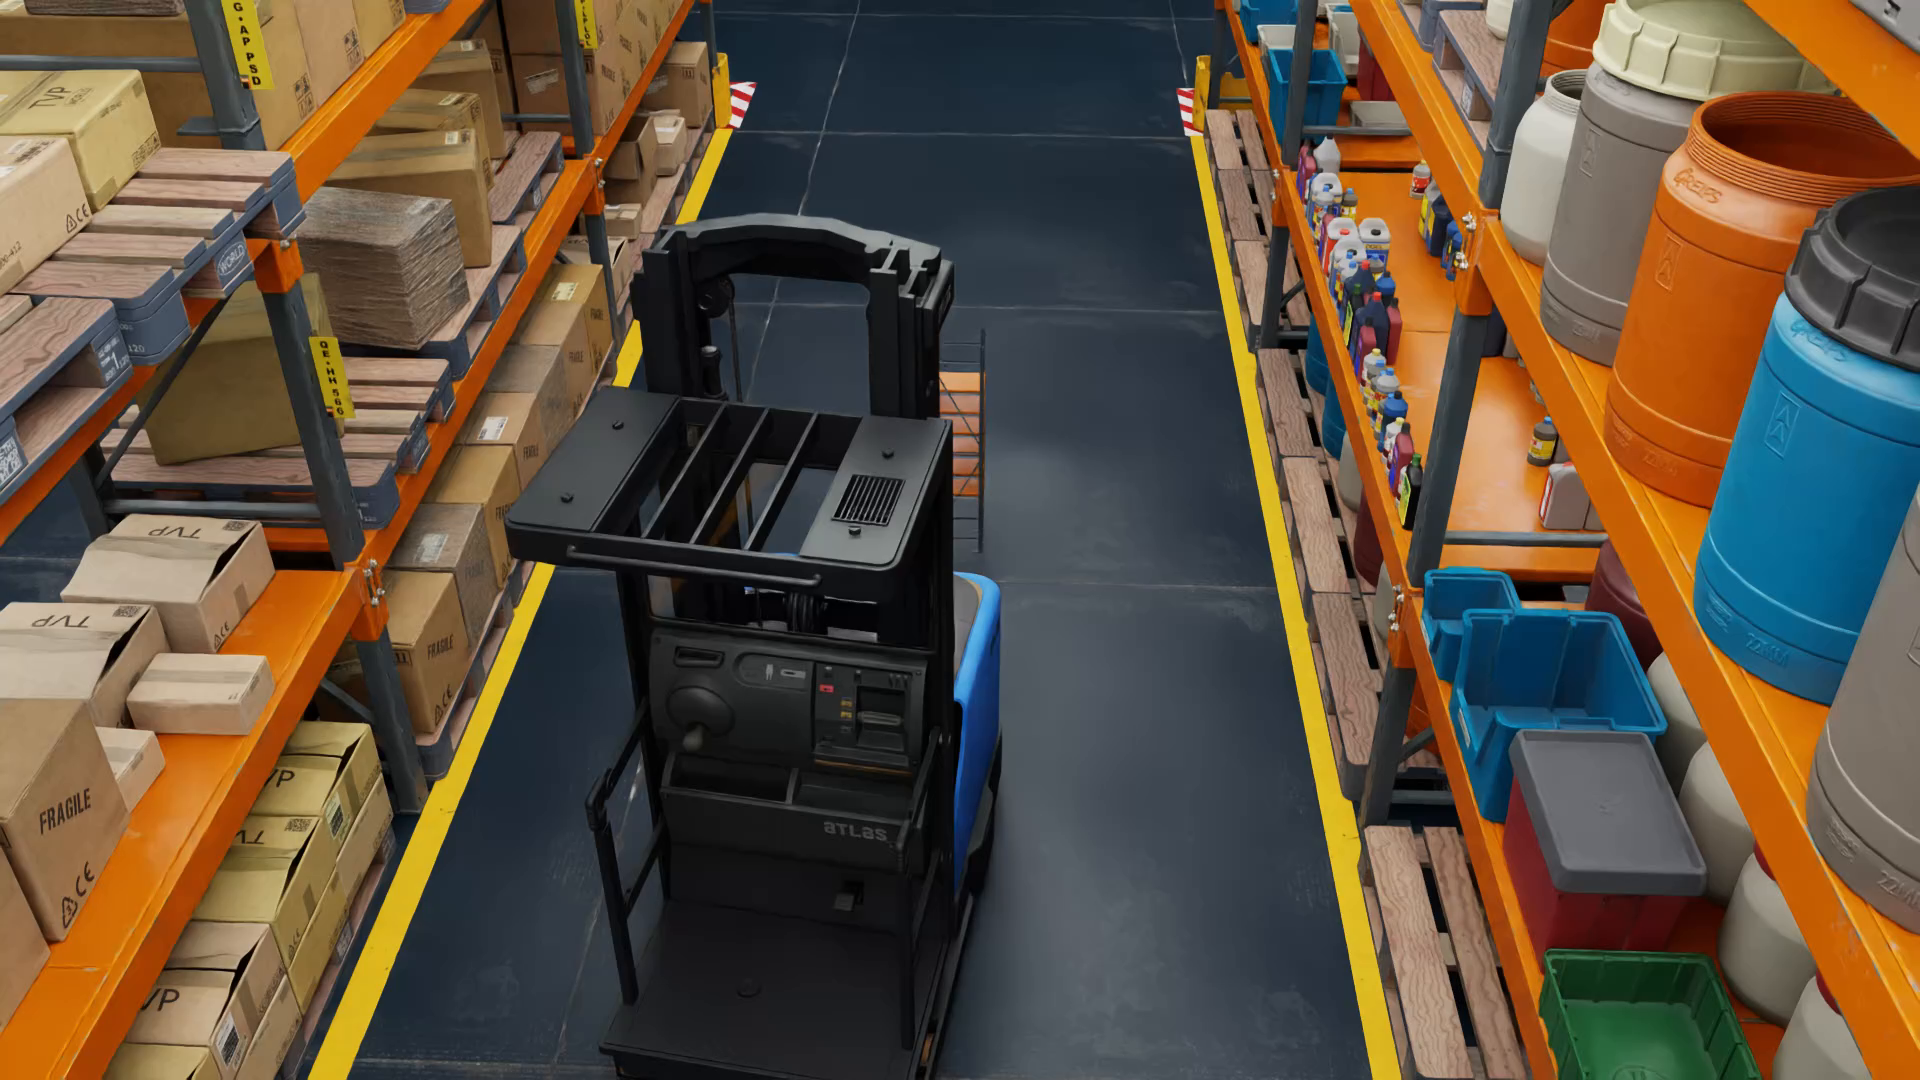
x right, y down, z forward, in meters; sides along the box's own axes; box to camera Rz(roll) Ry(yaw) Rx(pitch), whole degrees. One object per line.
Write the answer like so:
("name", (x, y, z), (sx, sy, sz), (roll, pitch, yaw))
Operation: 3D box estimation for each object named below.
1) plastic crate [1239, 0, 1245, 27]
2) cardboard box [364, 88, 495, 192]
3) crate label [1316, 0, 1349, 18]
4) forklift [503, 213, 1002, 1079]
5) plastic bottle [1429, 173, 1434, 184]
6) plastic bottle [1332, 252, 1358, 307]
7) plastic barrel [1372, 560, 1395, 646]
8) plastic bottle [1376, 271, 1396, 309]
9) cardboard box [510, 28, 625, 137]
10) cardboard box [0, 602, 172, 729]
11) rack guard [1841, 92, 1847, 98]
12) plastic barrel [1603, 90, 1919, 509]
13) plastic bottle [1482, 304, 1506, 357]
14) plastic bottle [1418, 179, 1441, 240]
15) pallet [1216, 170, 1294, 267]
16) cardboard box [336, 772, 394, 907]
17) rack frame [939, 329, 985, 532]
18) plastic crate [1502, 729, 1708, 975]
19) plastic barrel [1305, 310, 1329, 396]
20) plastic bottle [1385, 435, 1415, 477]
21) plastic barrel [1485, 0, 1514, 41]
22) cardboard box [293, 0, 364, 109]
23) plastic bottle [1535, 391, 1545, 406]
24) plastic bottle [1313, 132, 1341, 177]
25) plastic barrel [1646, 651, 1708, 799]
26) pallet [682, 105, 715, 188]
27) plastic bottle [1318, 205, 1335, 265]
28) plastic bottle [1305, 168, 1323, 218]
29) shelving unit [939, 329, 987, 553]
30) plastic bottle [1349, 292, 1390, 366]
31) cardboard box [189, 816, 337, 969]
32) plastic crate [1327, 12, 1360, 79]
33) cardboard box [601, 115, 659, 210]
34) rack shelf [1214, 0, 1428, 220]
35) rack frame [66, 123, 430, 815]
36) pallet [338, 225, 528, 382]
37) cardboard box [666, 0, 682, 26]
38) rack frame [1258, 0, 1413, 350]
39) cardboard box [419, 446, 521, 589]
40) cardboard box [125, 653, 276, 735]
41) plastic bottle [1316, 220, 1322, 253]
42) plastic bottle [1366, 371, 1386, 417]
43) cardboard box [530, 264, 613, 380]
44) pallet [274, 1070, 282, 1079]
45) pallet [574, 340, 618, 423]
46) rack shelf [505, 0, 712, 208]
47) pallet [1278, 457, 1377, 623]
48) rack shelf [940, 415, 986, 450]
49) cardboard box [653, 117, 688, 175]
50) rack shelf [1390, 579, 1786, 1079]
("plastic crate", (2.099, -3.656, 11.382), (0.416, 0.233, 0.300), (1, 35, 2))
("cardboard box", (-2.825, -1.958, 8.421), (0.700, 0.500, 0.500), (7, 36, 9))
("crate label", (2.627, -3.708, 11.540), (0.396, 0.136, 0.243), (1, 35, 2))
("forklift", (-0.610, 0.600, 5.293), (1.130, 2.935, 3.031), (6, 36, 9))
("plastic bottle", (2.638, -2.008, 9.051), (0.152, 0.276, 0.135), (1, 35, 2))
("plastic bottle", (1.853, -1.251, 7.979), (0.097, 0.271, 0.097), (0, 35, 0))
("plastic barrel", (2.106, 0.244, 7.538), (0.421, 0.512, 0.421), (0, 35, 0))
("plastic bottle", (1.989, -1.136, 7.815), (0.097, 0.271, 0.097), (0, 35, 0))
("cardboard box", (-2.326, -2.736, 9.893), (0.500, 0.500, 0.500), (2, 35, 3))
("cardboard box", (-3.009, 0.435, 5.545), (0.500, 0.311, 0.500), (1, 35, 1))
("rack guard", (7.441, -3.467, 13.194), (1.175, 0.500, 0.348), (1, 35, 2))
("plastic barrel", (1.894, -0.554, 3.894), (0.600, 0.830, 0.708), (1, 35, 2))
("plastic bottle", (2.419, -1.030, 7.595), (0.144, 0.351, 0.185), (1, 35, 2))
("plastic bottle", (2.477, -1.740, 8.605), (0.144, 0.351, 0.185), (1, 35, 2))
("pallet", (2.368, -2.277, 11.753), (1.003, 0.211, 1.213), (1, 35, 2))
("cardboard box", (-2.557, 1.150, 6.476), (0.500, 0.250, 0.500), (2, 35, 3))
("rack frame", (0.003, -0.535, 8.414), (0.240, 1.200, 0.006), (1, 35, 2))
("plastic crate", (1.799, 0.901, 4.749), (0.402, 0.464, 0.583), (1, 35, 2))
("plastic barrel", (2.292, -1.293, 9.387), (0.600, 0.901, 0.708), (1, 35, 2))
("plastic bottle", (1.792, -0.354, 6.763), (0.097, 0.201, 0.097), (0, 35, 0))
("plastic barrel", (2.067, -1.956, 6.016), (0.301, 0.262, 0.301), (0, 35, 0))
("cardboard box", (-2.775, -1.923, 6.128), (0.910, 0.500, 0.500), (1, 35, 2))
("plastic bottle", (2.575, -0.724, 7.229), (0.097, 0.271, 0.097), (0, 35, 0))
("plastic bottle", (1.991, -2.054, 9.053), (0.144, 0.351, 0.185), (1, 35, 2))
("plastic barrel", (2.342, 0.556, 5.198), (0.421, 0.512, 0.421), (0, 35, 0))
("pallet", (-2.492, -3.064, 12.872), (1.003, 0.211, 1.213), (1, 35, 2))
("plastic bottle", (1.854, -1.533, 8.370), (0.061, 0.283, 0.133), (1, 35, 2))
("plastic bottle", (1.894, -1.839, 8.816), (0.097, 0.271, 0.097), (0, 35, 0))
("shelving unit", (-0.001, -0.483, 8.339), (0.258, 1.200, 0.189), (1, 35, 2))
("plastic bottle", (1.854, -0.963, 7.501), (0.144, 0.351, 0.185), (1, 35, 2))
("cardboard box", (-2.569, 1.218, 5.892), (0.500, 0.311, 0.500), (1, 35, 1))
("plastic crate", (2.576, -3.141, 10.608), (0.437, 0.282, 0.530), (1, 35, 2))
("cardboard box", (-2.548, -2.647, 11.642), (0.797, 0.503, 0.637), (1, 35, 2))
("rack shelf", (2.411, -3.147, 11.190), (1.077, 0.370, 4.000), (1, 35, 2))
("rack frame", (-2.779, -0.111, 6.244), (1.000, 3.000, 0.127), (1, 35, 2))
("pallet", (-2.706, -1.150, 7.890), (1.003, 0.211, 1.213), (1, 35, 2))
("cardboard box", (-2.247, -3.900, 11.549), (0.500, 0.500, 0.500), (2, 35, 2))
("rack frame", (2.331, -2.292, 9.349), (1.000, 3.000, 0.127), (1, 35, 2))
("cardboard box", (-2.435, -0.112, 8.037), (0.500, 0.500, 0.500), (1, 35, 1))
("cardboard box", (-2.539, 0.515, 5.572), (0.380, 0.149, 0.250), (1, 35, 2))
("plastic bottle", (1.877, -1.566, 8.488), (0.097, 0.201, 0.097), (0, 35, 0))
("plastic bottle", (1.812, -0.633, 7.161), (0.097, 0.201, 0.097), (0, 35, 0))
("cardboard box", (-2.352, -1.276, 9.694), (0.500, 0.500, 0.500), (1, 35, 2))
("pallet", (-2.903, 2.201, 5.380), (1.003, 0.211, 1.213), (1, 35, 2))
("pallet", (-2.614, -0.800, 9.650), (1.003, 0.211, 1.213), (1, 35, 2))
("rack shelf", (-2.538, -3.263, 11.356), (1.077, 0.370, 4.000), (1, 35, 2))
("pallet", (2.212, -0.006, 8.521), (1.003, 0.211, 1.213), (1, 35, 2))
("rack shelf", (-0.001, -0.544, 8.295), (0.258, 0.103, 0.180), (1, 35, 2))
("cardboard box", (-2.302, -2.899, 12.220), (0.500, 0.250, 0.500), (1, 35, 2))
("rack shelf", (2.090, 1.449, 4.650), (1.077, 0.370, 4.000), (1, 35, 2))
